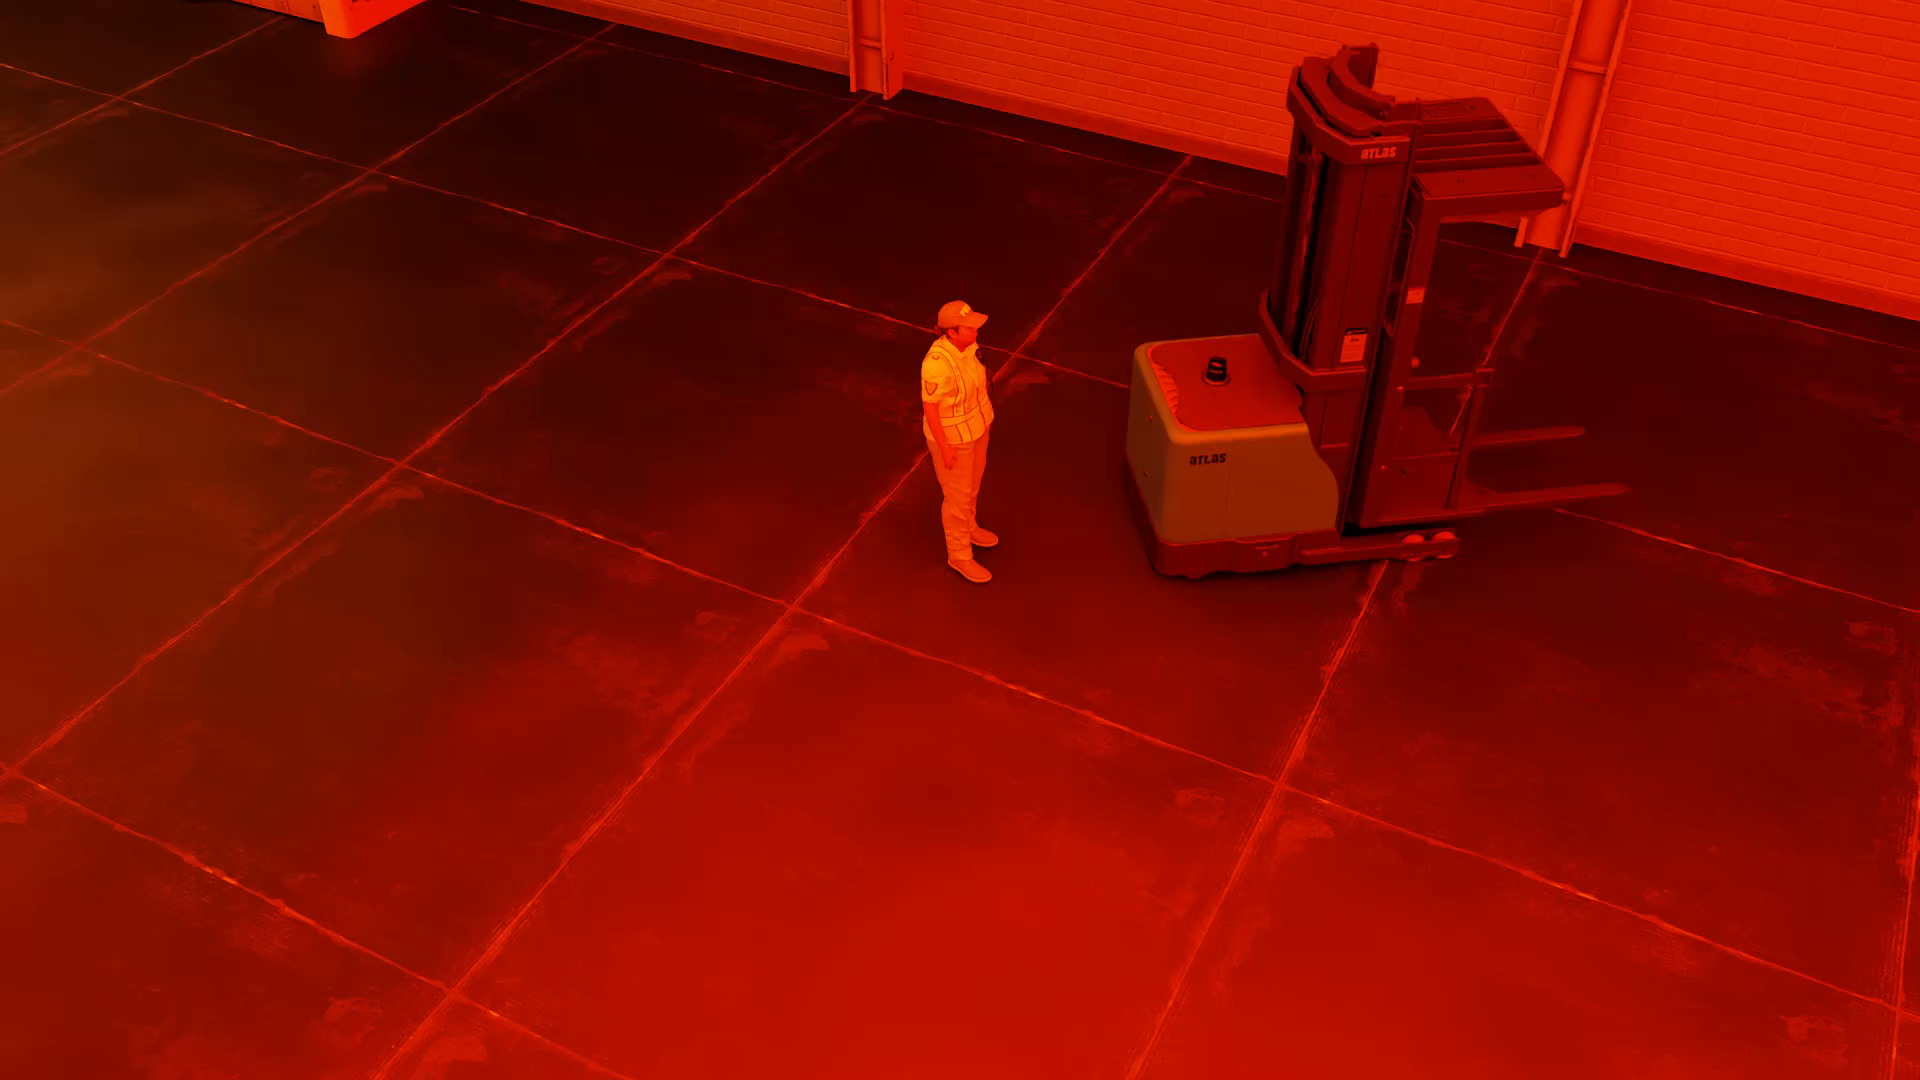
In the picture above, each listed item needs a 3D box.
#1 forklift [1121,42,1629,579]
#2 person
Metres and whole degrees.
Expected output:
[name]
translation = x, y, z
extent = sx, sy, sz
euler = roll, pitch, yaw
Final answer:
[forklift]
translation = 2.591, -1.323, 9.557
extent = 3.031, 2.935, 1.130
euler = -6, 40, -7
[person]
translation = 0.057, -0.607, 9.678
extent = 0.529, 1.670, 0.598
euler = 18, 43, 21
